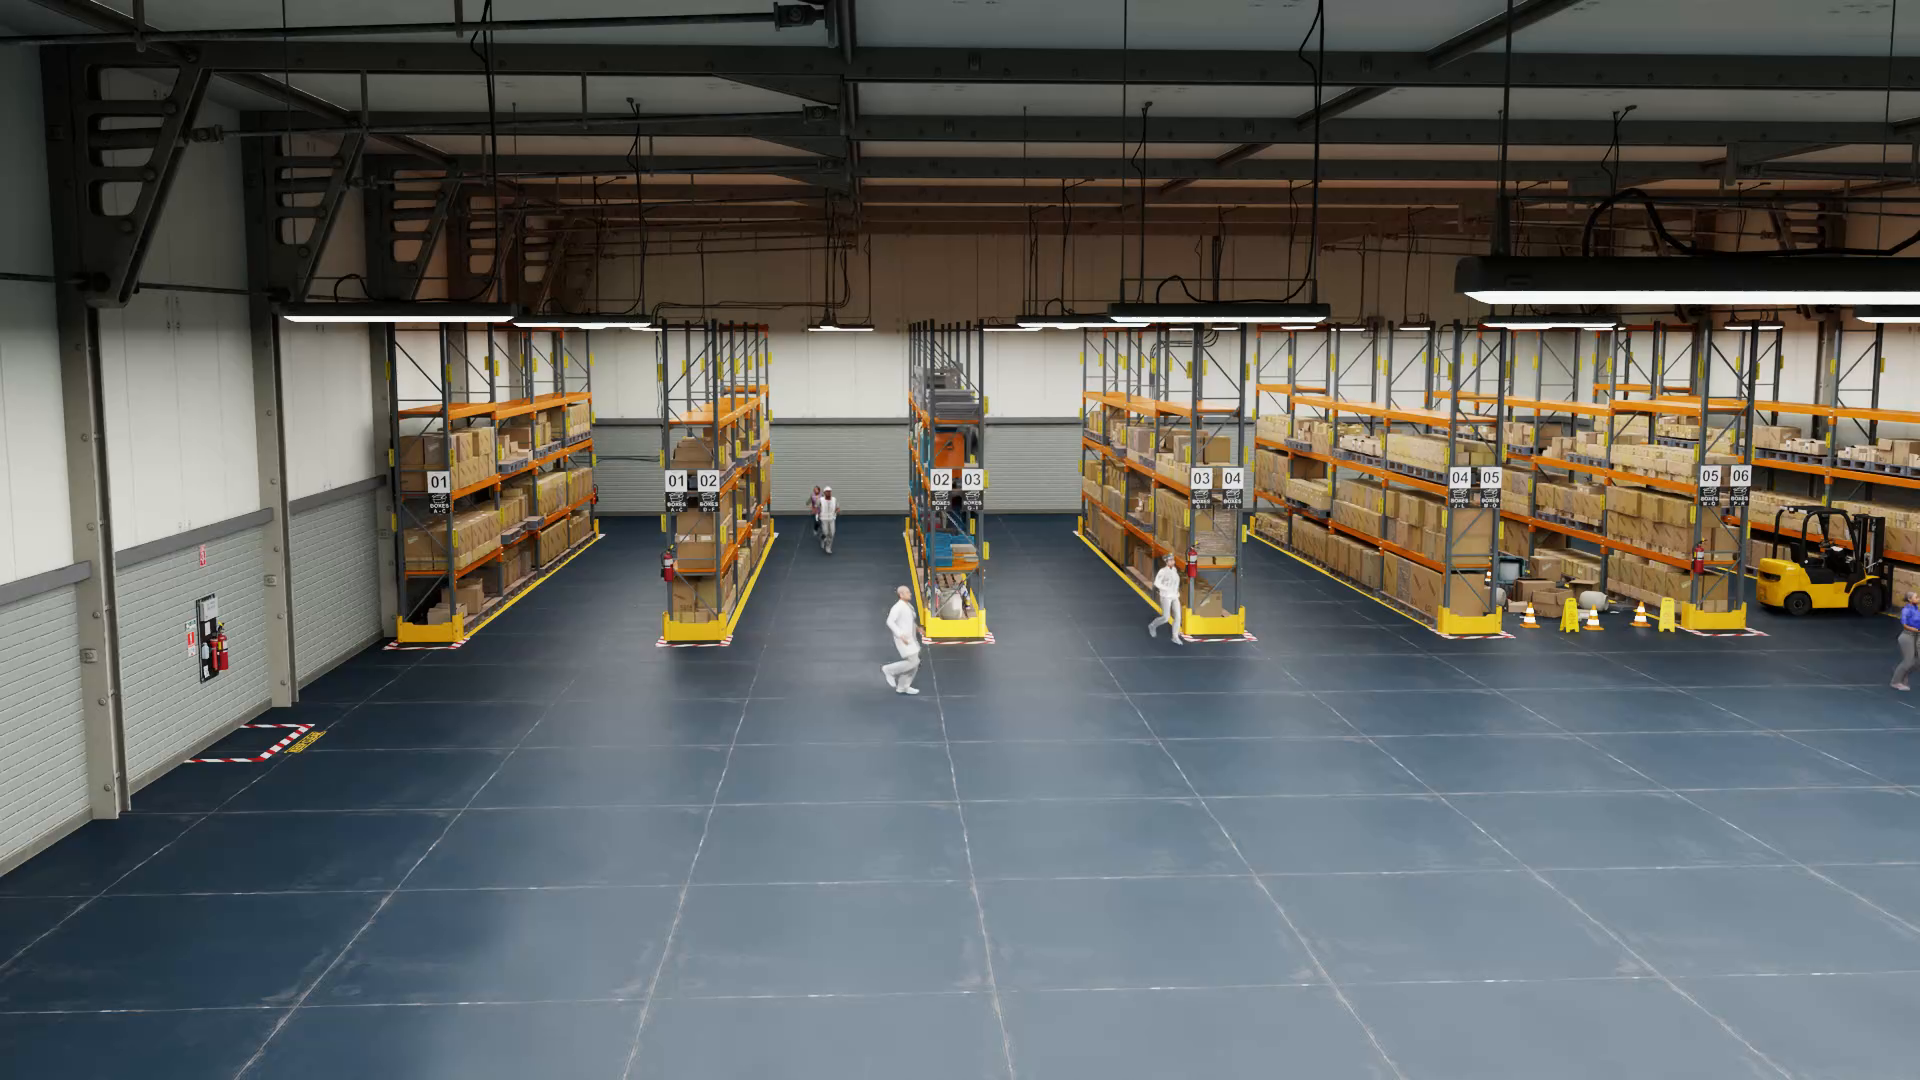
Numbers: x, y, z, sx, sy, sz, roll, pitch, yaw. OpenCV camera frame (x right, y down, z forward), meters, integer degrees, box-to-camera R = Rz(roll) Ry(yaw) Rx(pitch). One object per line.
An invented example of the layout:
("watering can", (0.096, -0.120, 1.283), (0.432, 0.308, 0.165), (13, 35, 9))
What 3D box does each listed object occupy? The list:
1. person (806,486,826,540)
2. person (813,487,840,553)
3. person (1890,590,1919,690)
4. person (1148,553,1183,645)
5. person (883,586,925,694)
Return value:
("person", (-3.972, -0.747, 46.366), (0.582, 1.537, 0.517), (-2, 7, -17))
("person", (-3.464, -0.527, 43.645), (0.683, 1.734, 0.592), (-2, 7, -18))
("person", (15.347, 1.624, 26.759), (0.558, 1.606, 0.587), (-5, 9, -37))
("person", (3.856, 1.074, 30.970), (0.636, 1.710, 0.777), (-6, 9, -41))
("person", (-0.896, 1.596, 26.572), (0.635, 1.734, 0.714), (2, 7, 16))
